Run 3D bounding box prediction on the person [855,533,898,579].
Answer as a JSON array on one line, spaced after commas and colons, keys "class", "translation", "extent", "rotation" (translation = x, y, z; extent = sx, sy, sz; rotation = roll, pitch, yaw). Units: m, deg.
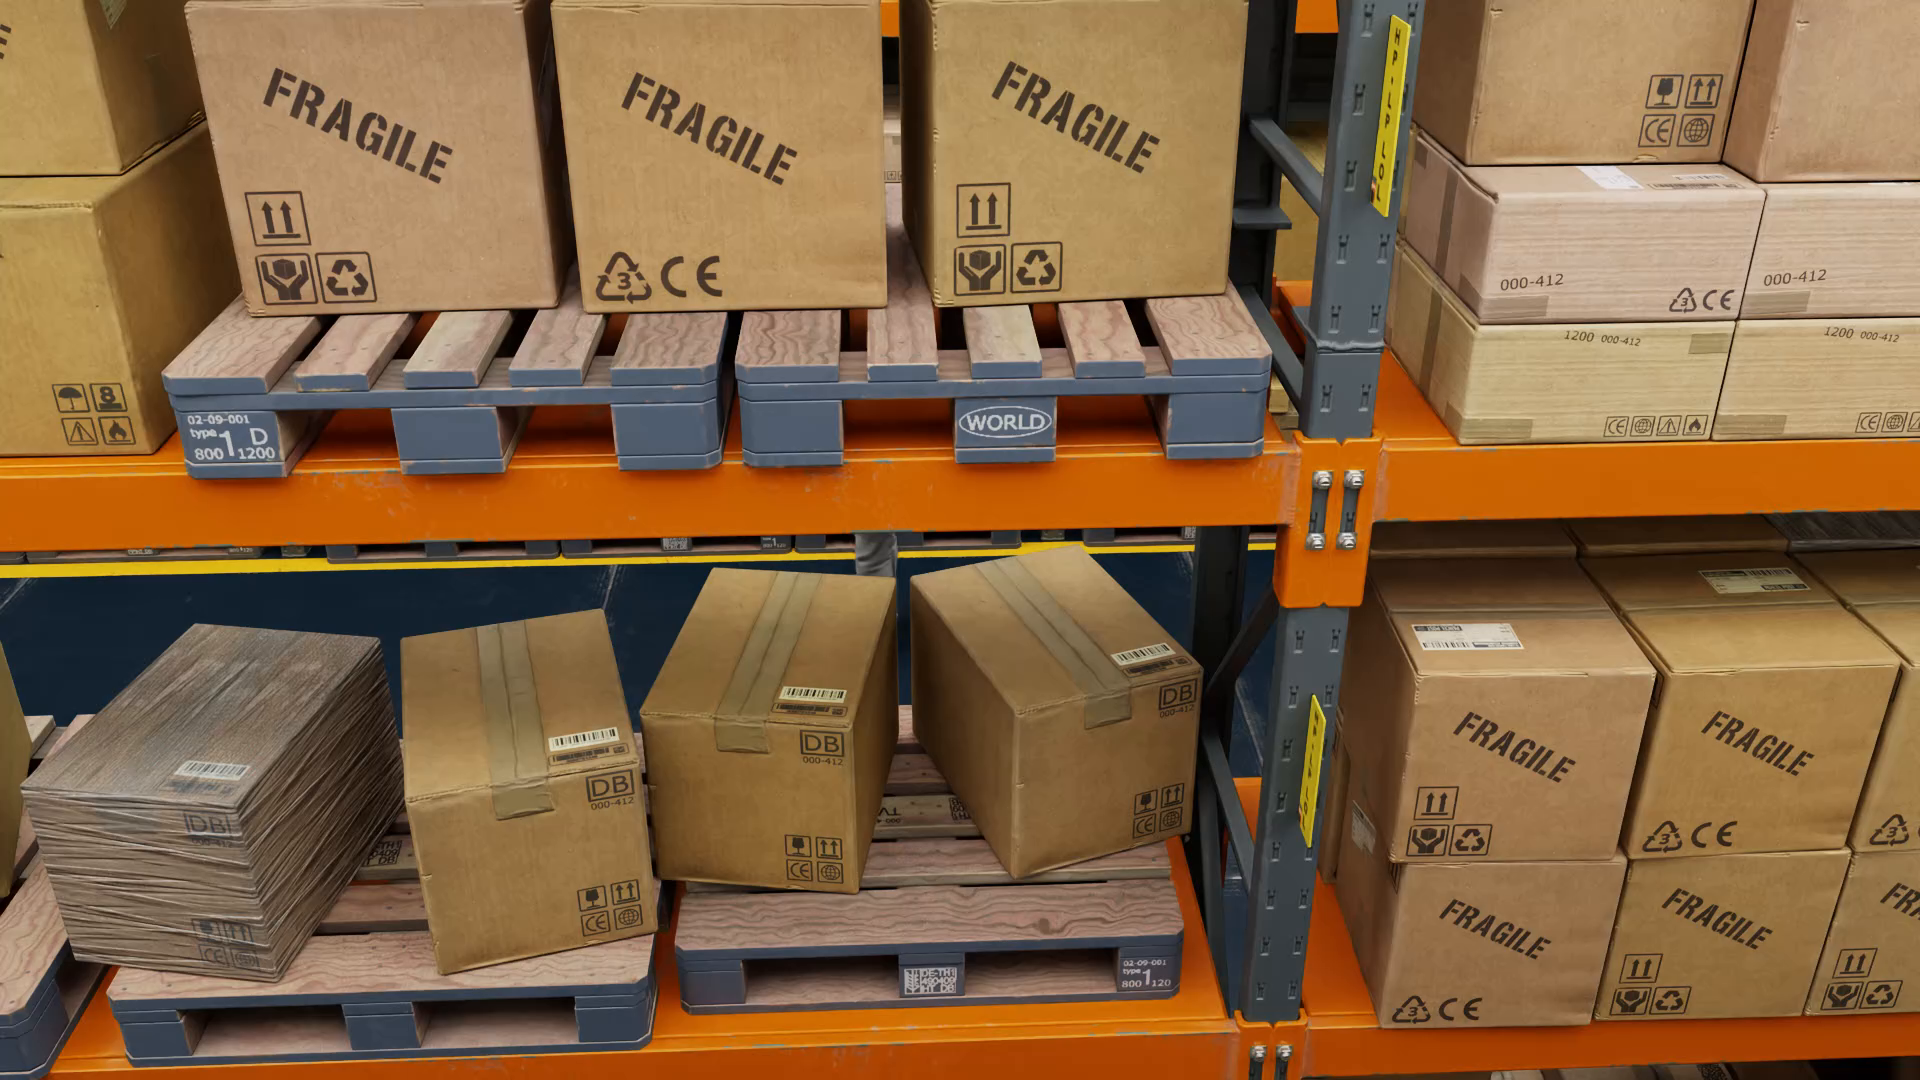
[{"class": "person", "translation": [-0.399, -0.258, 7.583], "extent": [0.464, 1.696, 0.502], "rotation": [2, 28, 4]}]
